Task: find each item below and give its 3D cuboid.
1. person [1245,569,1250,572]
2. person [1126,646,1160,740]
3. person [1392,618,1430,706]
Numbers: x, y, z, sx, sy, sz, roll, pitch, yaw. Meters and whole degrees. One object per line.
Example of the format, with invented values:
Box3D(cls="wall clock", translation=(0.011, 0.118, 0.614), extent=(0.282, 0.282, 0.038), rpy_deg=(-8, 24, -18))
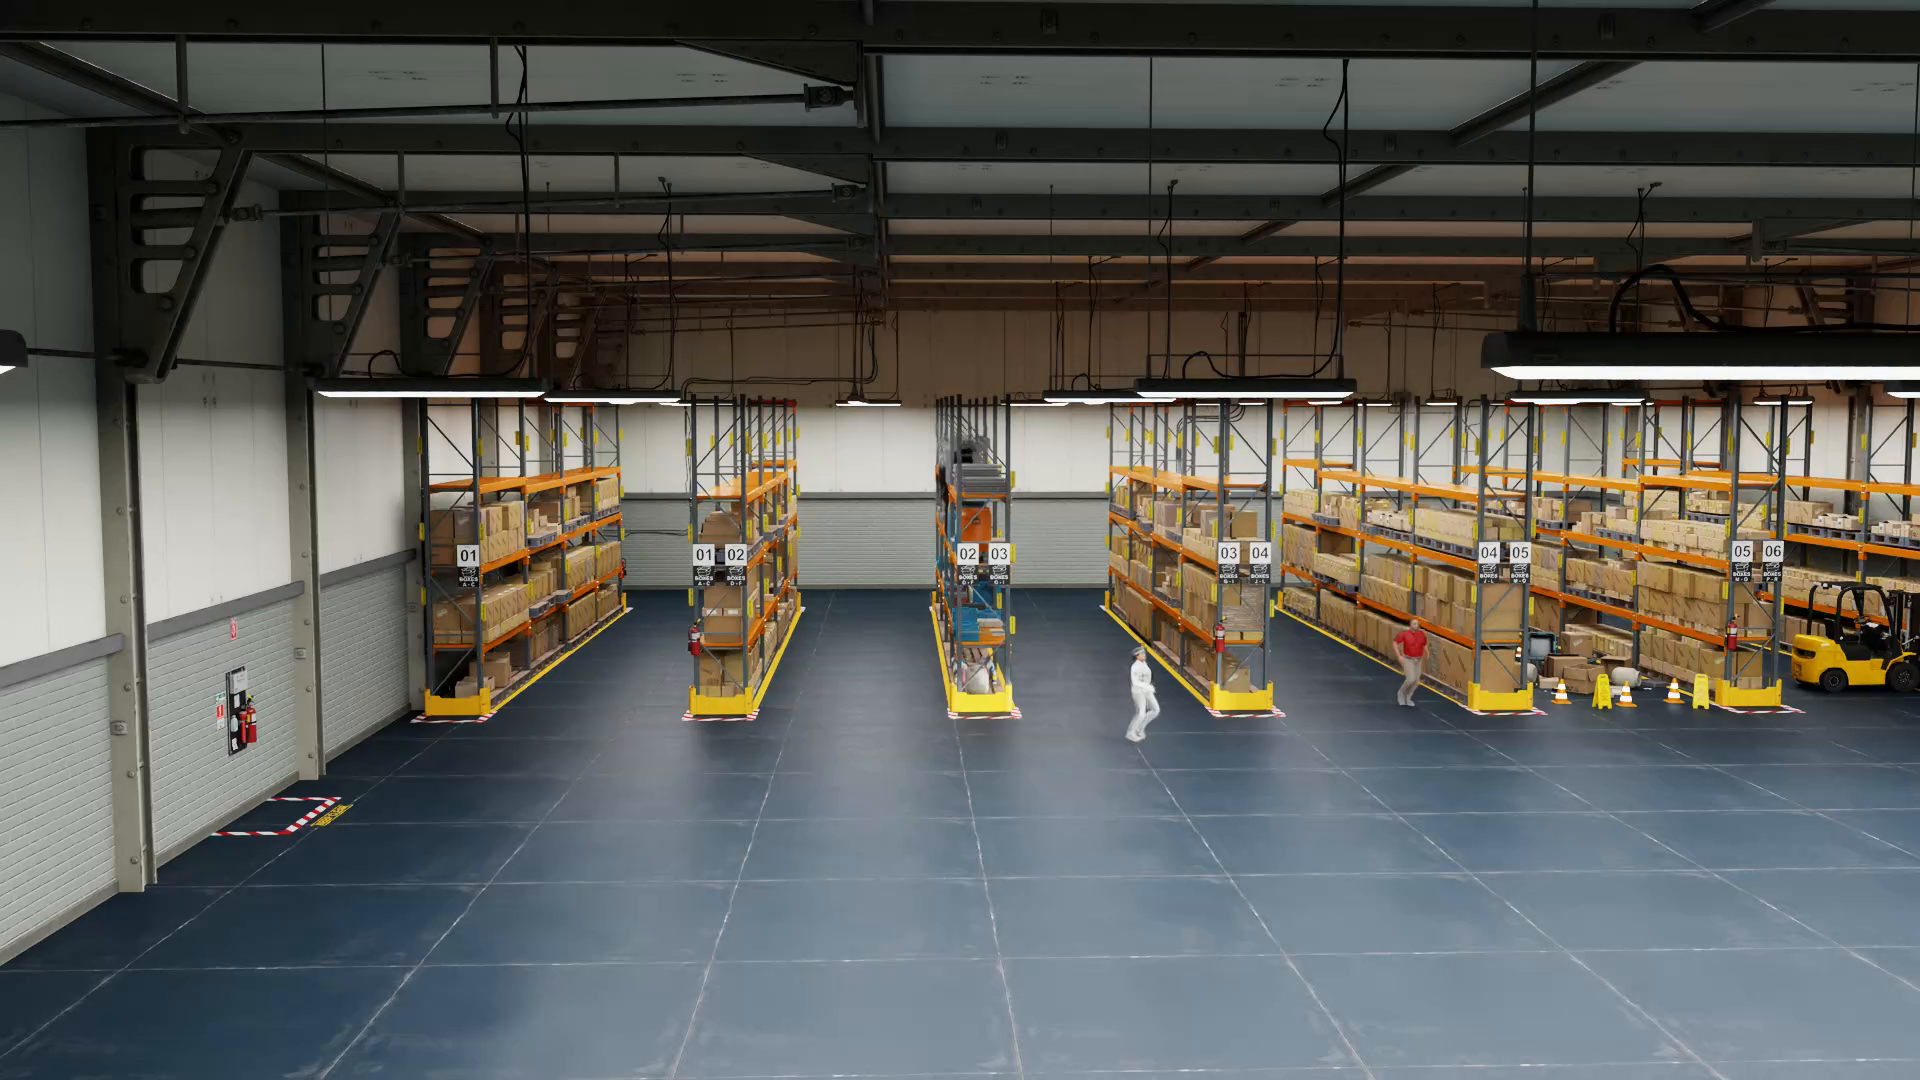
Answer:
Box3D(cls="person", translation=(8.204, 1.105, 48.278), extent=(0.739, 1.664, 0.690), rpy_deg=(-3, 5, -29))
Box3D(cls="person", translation=(3.153, 2.633, 28.686), extent=(0.593, 1.655, 0.628), rpy_deg=(3, 5, 31))
Box3D(cls="person", translation=(8.737, 2.360, 32.007), extent=(0.667, 1.703, 0.621), rpy_deg=(-2, 5, -19))
